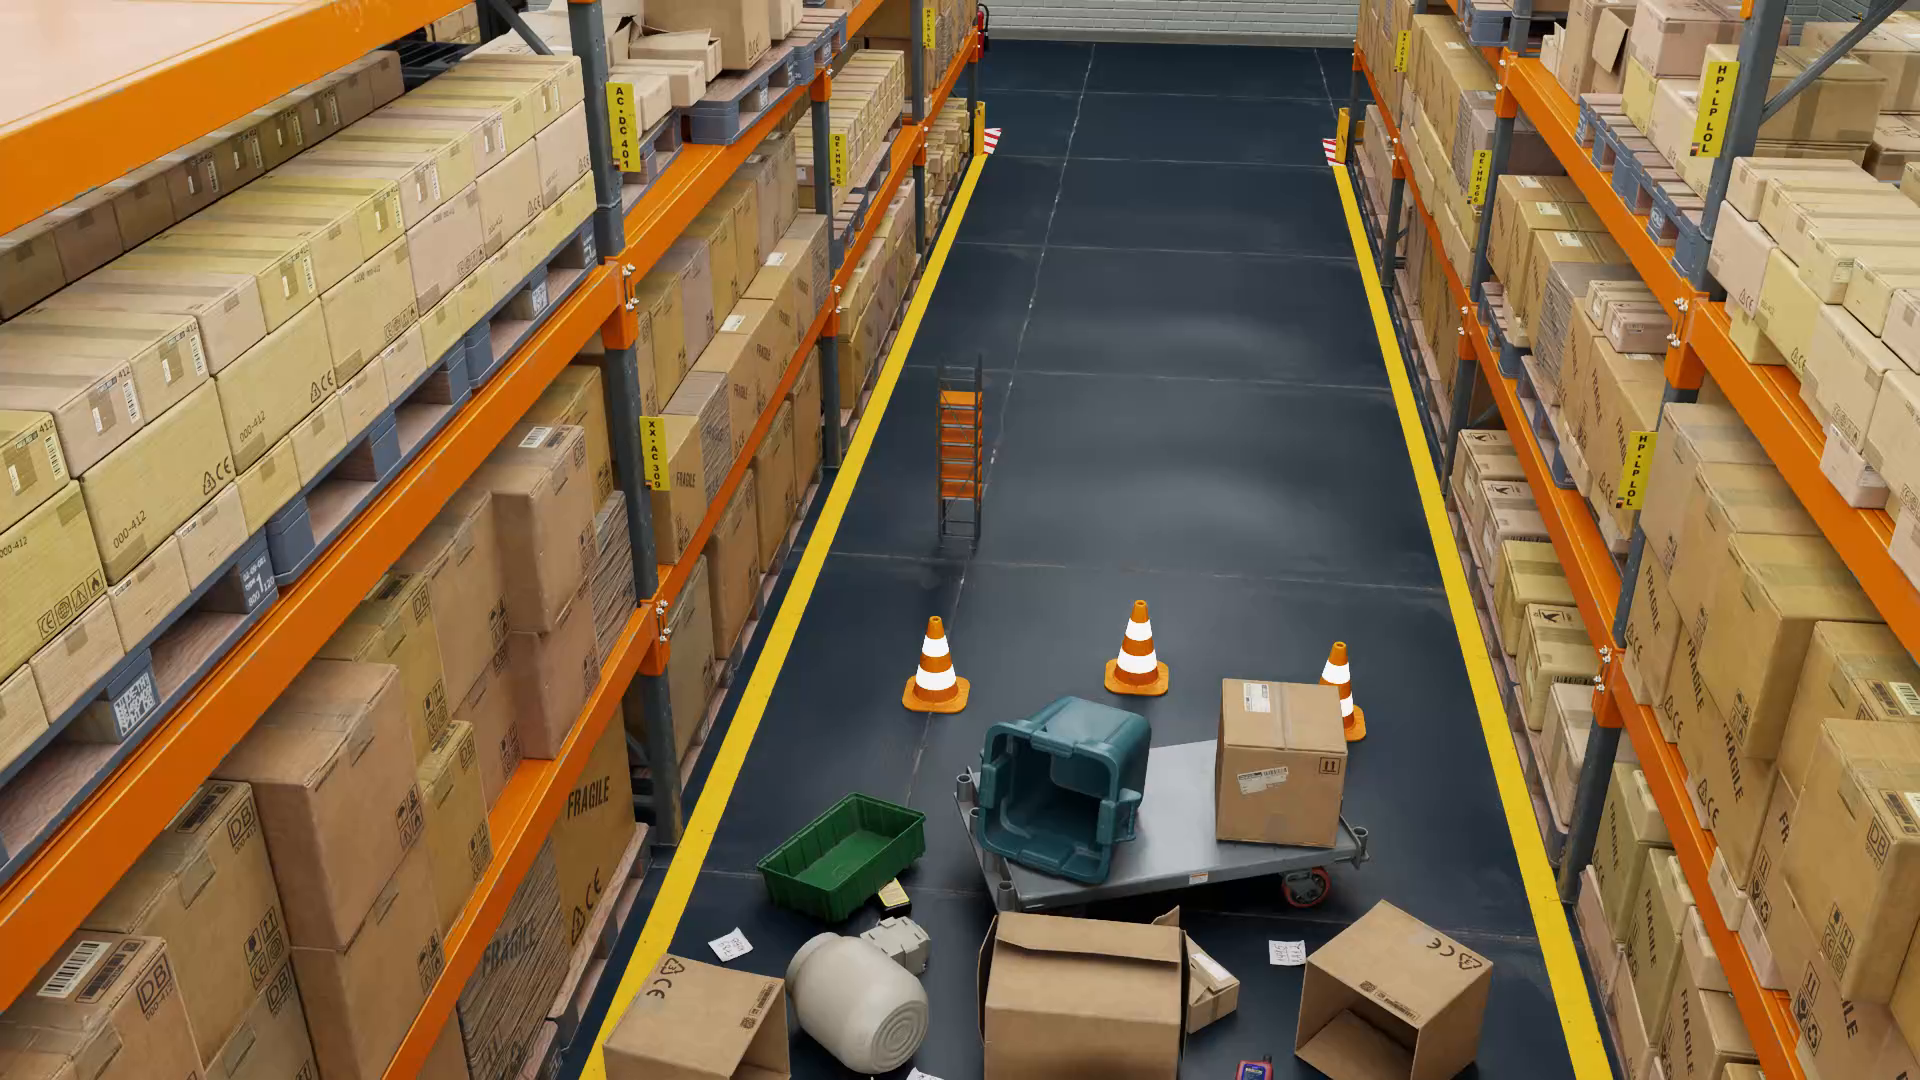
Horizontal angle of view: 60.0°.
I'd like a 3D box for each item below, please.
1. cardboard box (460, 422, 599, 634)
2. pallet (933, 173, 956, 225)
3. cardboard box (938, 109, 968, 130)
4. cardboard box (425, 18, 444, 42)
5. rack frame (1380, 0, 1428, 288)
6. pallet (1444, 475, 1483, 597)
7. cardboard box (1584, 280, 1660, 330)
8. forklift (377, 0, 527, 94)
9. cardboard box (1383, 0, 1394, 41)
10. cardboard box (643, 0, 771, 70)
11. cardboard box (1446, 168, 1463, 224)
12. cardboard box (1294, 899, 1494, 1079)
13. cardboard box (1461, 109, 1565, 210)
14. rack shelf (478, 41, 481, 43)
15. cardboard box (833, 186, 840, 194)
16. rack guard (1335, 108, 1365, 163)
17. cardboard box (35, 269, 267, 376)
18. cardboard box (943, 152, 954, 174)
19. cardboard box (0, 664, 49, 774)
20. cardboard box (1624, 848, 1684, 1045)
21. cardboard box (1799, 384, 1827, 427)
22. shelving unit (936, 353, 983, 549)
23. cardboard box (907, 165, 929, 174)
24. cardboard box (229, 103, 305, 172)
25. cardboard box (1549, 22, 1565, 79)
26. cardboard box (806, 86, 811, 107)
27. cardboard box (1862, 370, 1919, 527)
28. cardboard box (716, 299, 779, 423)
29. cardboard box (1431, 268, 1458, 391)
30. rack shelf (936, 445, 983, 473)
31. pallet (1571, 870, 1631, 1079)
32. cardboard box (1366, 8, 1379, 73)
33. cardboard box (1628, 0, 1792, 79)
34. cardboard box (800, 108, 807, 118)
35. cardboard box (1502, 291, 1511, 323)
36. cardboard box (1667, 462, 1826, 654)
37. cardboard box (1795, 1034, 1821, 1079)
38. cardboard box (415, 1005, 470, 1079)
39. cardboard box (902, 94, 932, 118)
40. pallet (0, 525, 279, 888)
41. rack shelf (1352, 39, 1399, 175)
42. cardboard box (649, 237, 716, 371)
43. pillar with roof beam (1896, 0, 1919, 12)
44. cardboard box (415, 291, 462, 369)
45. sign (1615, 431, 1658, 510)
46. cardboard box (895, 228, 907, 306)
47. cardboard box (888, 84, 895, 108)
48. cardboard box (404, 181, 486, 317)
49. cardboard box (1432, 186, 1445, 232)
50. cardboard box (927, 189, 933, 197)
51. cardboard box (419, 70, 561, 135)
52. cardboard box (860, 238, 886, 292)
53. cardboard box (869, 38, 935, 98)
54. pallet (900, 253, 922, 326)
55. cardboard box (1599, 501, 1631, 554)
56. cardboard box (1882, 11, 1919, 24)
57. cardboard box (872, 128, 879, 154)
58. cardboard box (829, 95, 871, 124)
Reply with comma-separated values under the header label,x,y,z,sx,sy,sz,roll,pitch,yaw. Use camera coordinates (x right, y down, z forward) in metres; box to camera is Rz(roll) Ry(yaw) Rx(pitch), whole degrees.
label,x,y,z,sx,sy,sz,roll,pitch,yaw
cardboard box,-1.819,-0.068,5.917,0.875,0.550,0.550,3,28,6
pallet,-0.613,-3.396,16.331,1.003,0.211,1.213,3,28,6
cardboard box,-0.124,-4.296,16.997,0.380,0.149,0.250,3,28,5
cardboard box,-5.276,-4.814,15.868,0.500,0.250,0.500,4,29,7
rack frame,4.118,-3.489,13.564,1.000,3.000,0.127,3,28,6
pallet,3.531,-0.011,10.048,1.003,0.211,1.213,3,28,6
cardboard box,3.052,-1.055,7.500,0.380,0.149,0.250,2,28,4
forklift,-3.602,-2.340,11.503,1.130,2.935,3.031,6,29,12
cardboard box,4.025,-4.690,14.634,0.500,0.500,0.500,4,29,7
cardboard box,-1.232,-2.606,8.108,0.500,0.500,0.500,3,28,6
cardboard box,3.494,-2.245,10.885,0.500,0.250,0.500,3,28,5
cardboard box,1.656,1.801,6.377,0.500,0.500,0.500,-24,36,-37
cardboard box,3.432,-2.349,10.288,0.500,0.500,0.500,3,28,5
rack shelf,-5.472,-4.690,16.551,1.077,0.370,4.000,3,28,6
cardboard box,-1.007,-2.396,11.042,0.380,0.149,0.250,5,29,9
rack guard,4.611,-4.283,17.673,1.175,0.500,0.348,3,28,6
cardboard box,-1.795,-0.488,3.706,0.380,0.149,0.250,3,28,5
cardboard box,-0.267,-3.668,16.145,0.380,0.149,0.250,4,29,7
cardboard box,-1.917,0.338,3.015,0.380,0.149,0.250,4,29,7
cardboard box,2.744,1.487,5.994,0.500,0.500,0.500,4,29,8
cardboard box,2.778,-0.443,5.011,0.380,0.149,0.250,4,29,8
shelving unit,-0.002,-0.521,9.953,0.258,1.200,0.189,3,28,6
cardboard box,-0.484,-3.319,15.185,0.380,0.149,0.250,3,28,5
cardboard box,-2.261,-1.243,5.108,0.380,0.149,0.250,3,28,5
cardboard box,3.389,-2.609,8.910,0.396,0.266,0.258,3,28,6
cardboard box,-1.373,-3.532,13.153,0.380,0.149,0.250,4,29,7
cardboard box,2.624,-0.202,4.144,0.500,0.250,0.500,4,29,7
cardboard box,-1.268,-0.952,8.748,0.500,0.500,0.500,4,29,7
cardboard box,3.909,-1.596,11.847,0.875,0.875,0.875,4,29,7
rack shelf,-0.002,-0.482,9.974,0.258,0.103,0.180,3,28,6
pallet,3.091,1.822,6.645,1.003,0.211,1.213,3,28,6
cardboard box,4.150,-4.729,15.760,0.500,0.500,0.500,3,28,6
cardboard box,3.186,-2.145,7.094,0.500,0.250,0.500,4,29,7
cardboard box,-1.406,-3.279,12.995,0.380,0.149,0.250,4,29,7
cardboard box,3.256,-1.281,9.288,0.380,0.149,0.250,2,28,3
cardboard box,2.785,0.095,5.438,0.700,0.500,0.500,4,29,6
cardboard box,2.569,1.475,4.614,0.380,0.149,0.250,3,28,6
cardboard box,-2.154,1.932,5.298,0.875,0.875,0.875,3,28,5
cardboard box,-0.448,-3.733,14.282,0.380,0.149,0.250,4,29,8
pallet,-2.197,0.288,3.484,1.003,0.211,1.213,3,28,6
rack shelf,4.363,-4.114,15.482,1.077,0.370,4.000,3,28,6
cardboard box,-1.609,-1.162,8.085,0.700,0.500,0.500,4,29,7
pillar with roof beam,6.487,-9.194,17.827,9.100,9.000,0.400,3,28,6
cardboard box,-1.669,-0.613,4.779,0.380,0.149,0.250,3,28,6
sign,2.587,-0.264,6.357,0.100,0.325,0.005,3,28,6
cardboard box,-0.711,-2.209,13.381,0.500,0.500,0.500,3,28,5
cardboard box,-0.724,-3.495,13.084,0.380,0.149,0.250,5,29,8
cardboard box,-1.718,-0.858,4.814,0.500,0.250,0.500,3,28,6
cardboard box,3.557,-2.271,11.461,0.500,0.250,0.500,3,28,6
cardboard box,-0.450,-3.180,15.552,0.380,0.149,0.250,3,28,5
cardboard box,-1.547,-1.444,5.481,0.380,0.149,0.250,3,28,6
cardboard box,-0.837,-2.043,12.281,0.500,0.250,0.500,4,29,7
cardboard box,-0.496,-4.123,14.321,0.500,0.500,0.500,3,28,5
pallet,-0.901,-2.135,13.991,1.003,0.211,1.213,3,28,6
cardboard box,2.927,-0.056,7.014,0.380,0.149,0.250,4,29,7
cardboard box,9.212,-4.953,16.125,0.500,0.250,0.500,4,29,6
cardboard box,-0.816,-2.992,12.463,0.380,0.149,0.250,5,29,8
cardboard box,-0.854,-3.125,12.083,0.380,0.149,0.250,3,28,5
